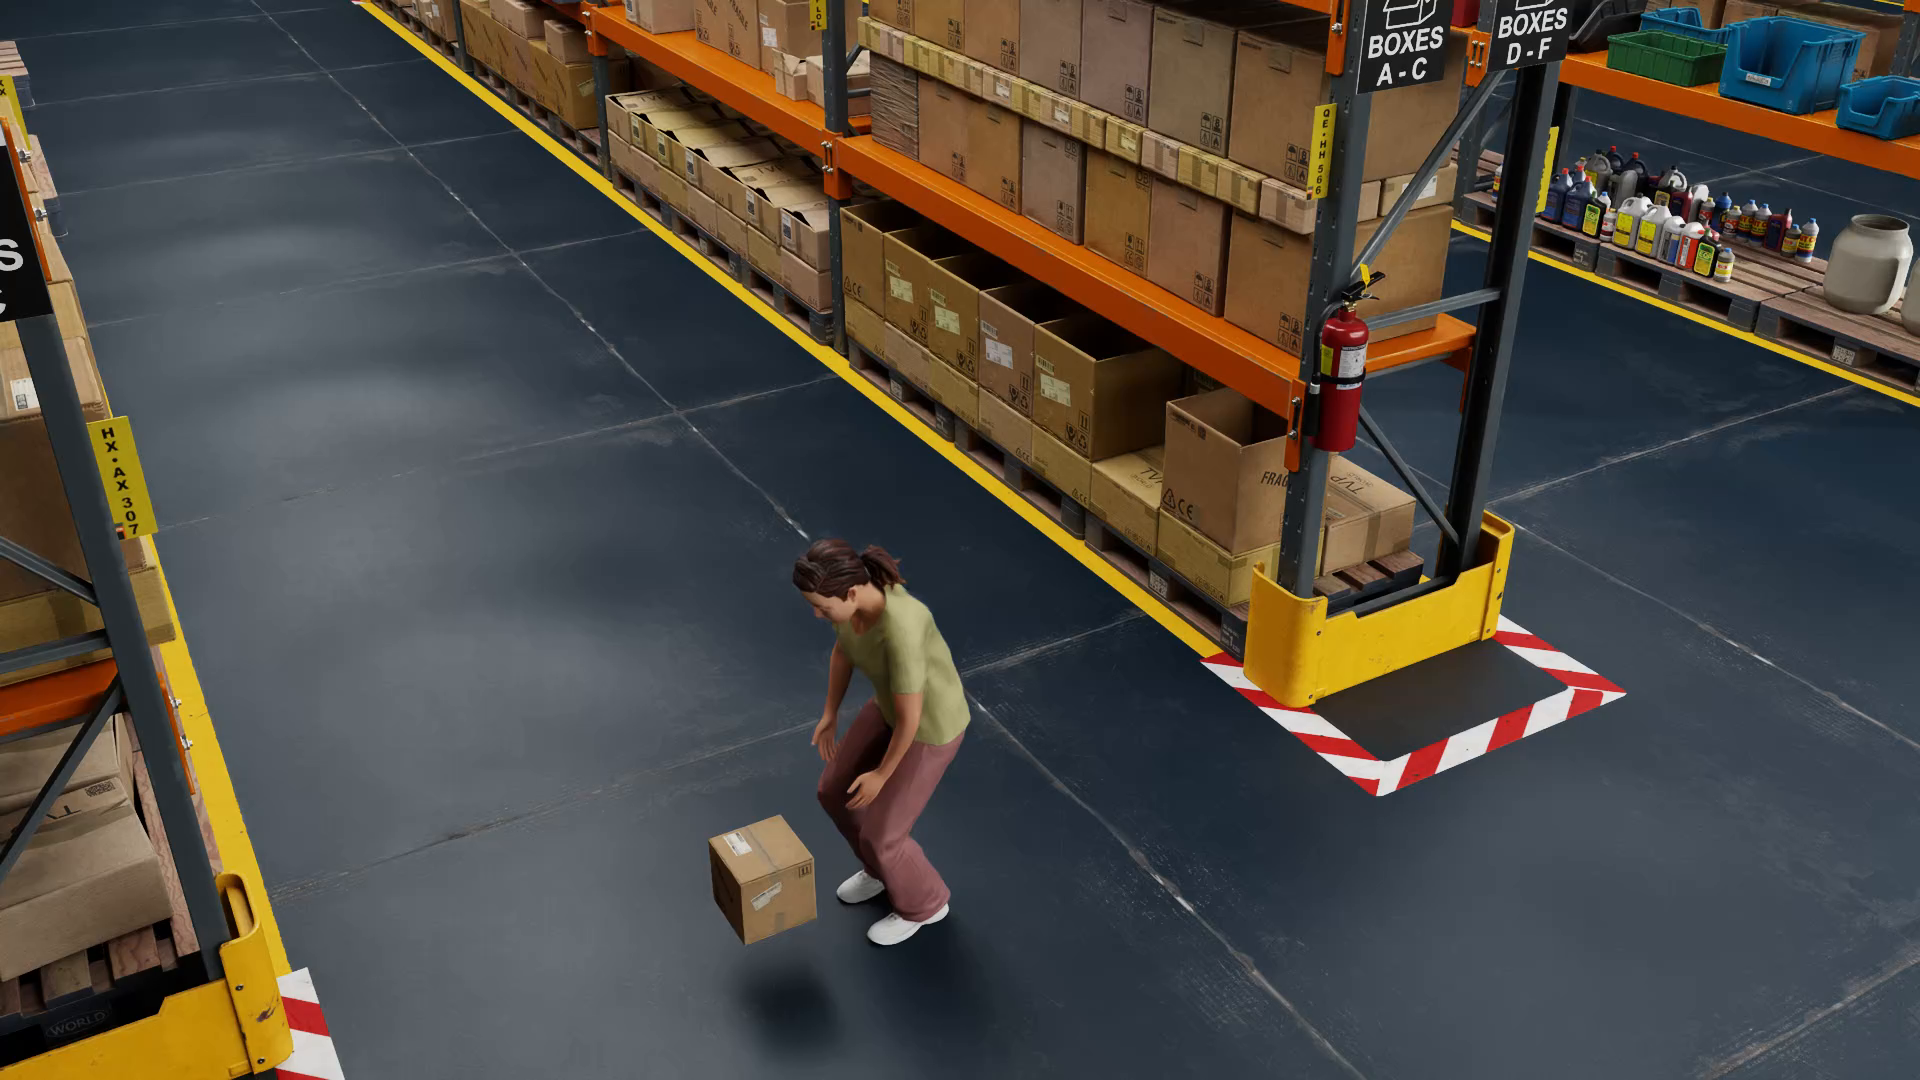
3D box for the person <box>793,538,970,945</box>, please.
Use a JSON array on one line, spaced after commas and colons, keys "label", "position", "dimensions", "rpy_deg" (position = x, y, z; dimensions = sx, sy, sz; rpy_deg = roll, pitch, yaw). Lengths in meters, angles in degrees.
[{"label": "person", "position": [-0.234, 0.614, 5.221], "dimensions": [0.554, 1.493, 0.502], "rpy_deg": [-15, 33, -25]}]
